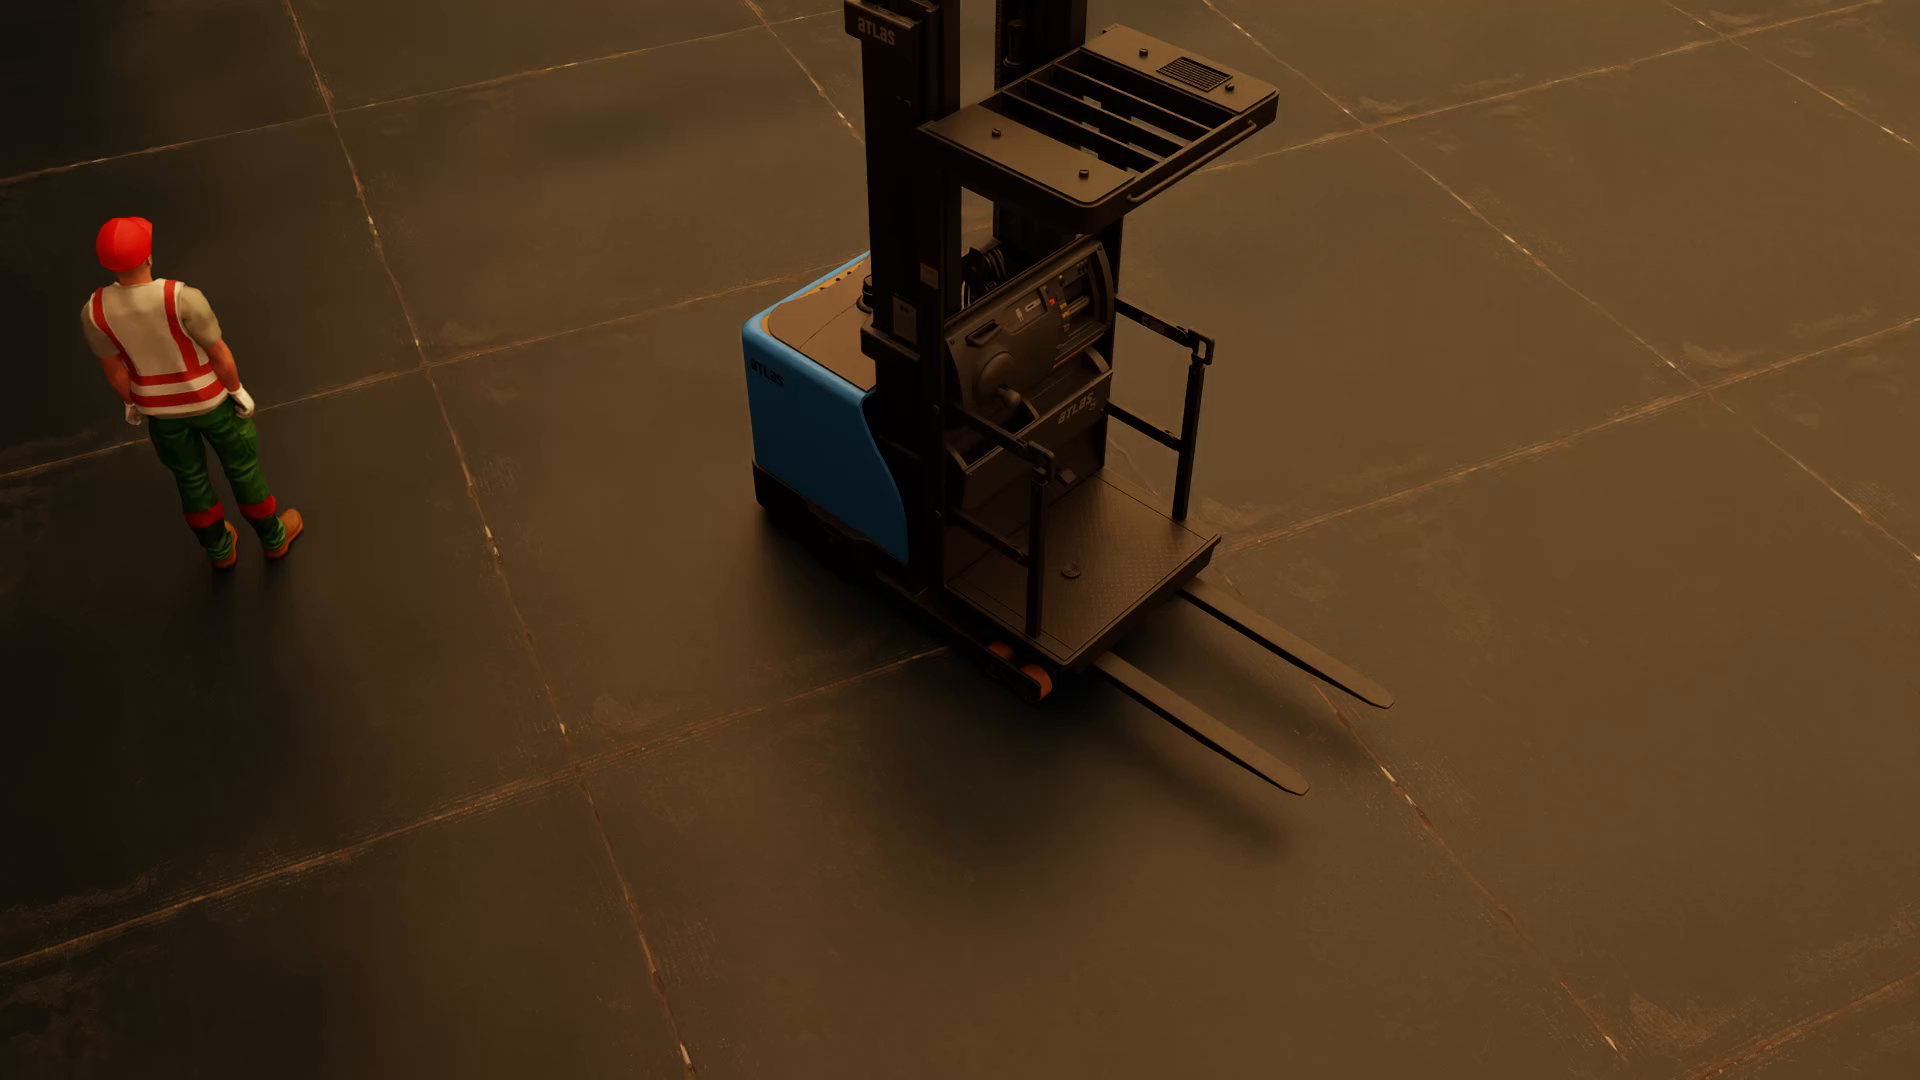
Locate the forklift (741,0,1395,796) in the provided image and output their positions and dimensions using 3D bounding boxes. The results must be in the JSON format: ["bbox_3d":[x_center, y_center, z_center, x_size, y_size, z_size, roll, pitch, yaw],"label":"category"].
[{"bbox_3d":[0.445,-0.788,6.525,3.031,2.935,1.130,32,52,30],"label":"forklift"}]

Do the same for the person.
[{"bbox_3d":[-3.339,-0.622,7.183,0.530,1.796,0.359,-7,44,-8],"label":"person"}]
